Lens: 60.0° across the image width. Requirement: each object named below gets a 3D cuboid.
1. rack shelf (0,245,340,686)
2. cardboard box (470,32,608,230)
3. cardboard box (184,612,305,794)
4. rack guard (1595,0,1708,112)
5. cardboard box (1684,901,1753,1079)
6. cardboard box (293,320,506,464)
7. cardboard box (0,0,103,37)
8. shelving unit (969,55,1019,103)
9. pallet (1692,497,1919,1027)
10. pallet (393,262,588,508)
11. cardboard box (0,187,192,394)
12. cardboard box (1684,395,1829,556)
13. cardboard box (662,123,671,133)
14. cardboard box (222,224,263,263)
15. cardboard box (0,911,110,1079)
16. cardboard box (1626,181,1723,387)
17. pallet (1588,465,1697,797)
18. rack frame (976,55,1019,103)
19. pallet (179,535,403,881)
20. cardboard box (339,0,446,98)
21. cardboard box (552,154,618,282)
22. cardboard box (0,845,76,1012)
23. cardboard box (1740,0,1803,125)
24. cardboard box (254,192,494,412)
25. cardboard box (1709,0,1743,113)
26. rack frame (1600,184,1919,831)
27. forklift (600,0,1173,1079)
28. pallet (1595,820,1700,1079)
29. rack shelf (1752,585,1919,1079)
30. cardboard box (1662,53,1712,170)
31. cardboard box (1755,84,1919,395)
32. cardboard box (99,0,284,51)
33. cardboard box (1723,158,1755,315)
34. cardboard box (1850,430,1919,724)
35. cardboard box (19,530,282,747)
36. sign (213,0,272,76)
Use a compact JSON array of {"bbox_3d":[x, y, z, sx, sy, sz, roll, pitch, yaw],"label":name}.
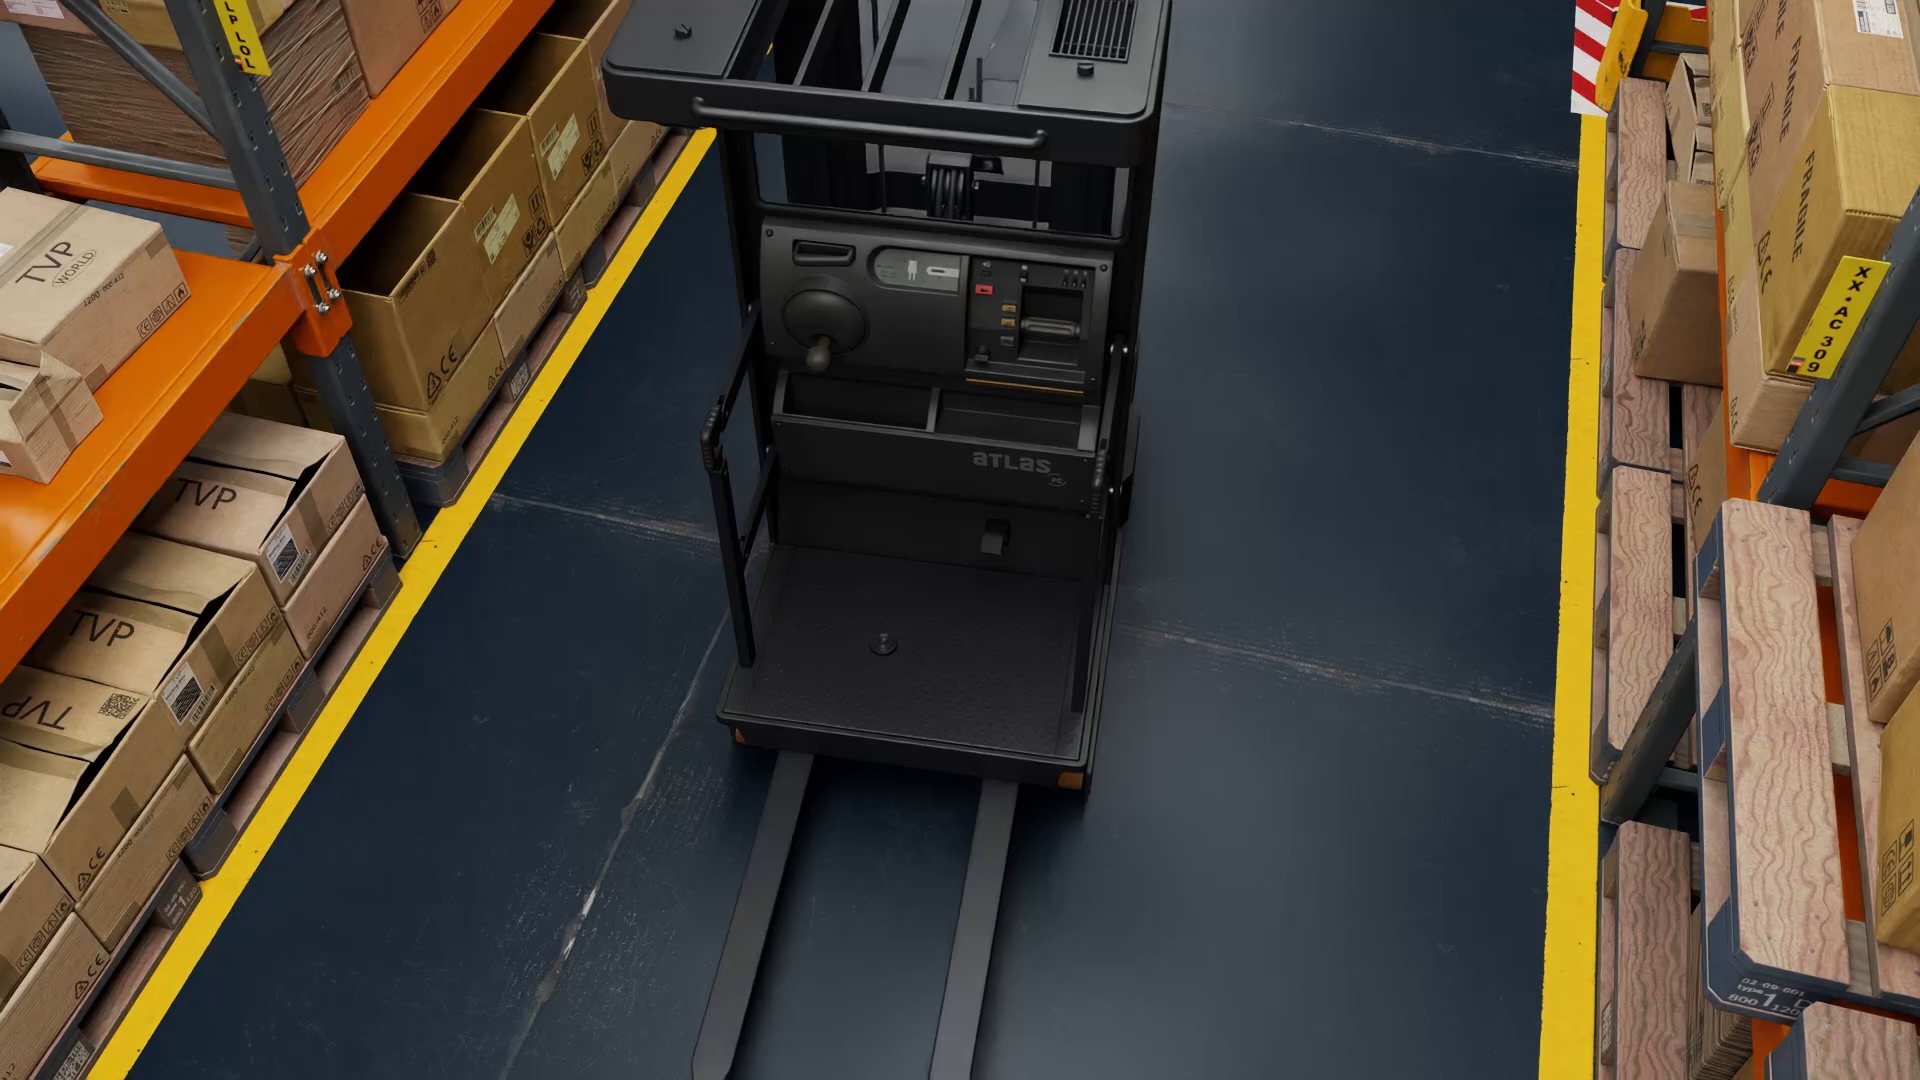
[{"bbox_3d":[-2.884,0.622,3.681,1.077,0.370,4.000,12,50,10],"label":"rack shelf"},{"bbox_3d":[-1.671,-1.537,6.160,0.500,0.500,0.500,12,50,10],"label":"cardboard box"},{"bbox_3d":[-2.322,0.430,4.923,0.500,0.250,0.500,11,49,9],"label":"cardboard box"},{"bbox_3d":[3.455,-2.099,7.269,1.175,0.500,0.348,12,50,10],"label":"rack guard"},{"bbox_3d":[2.245,1.129,4.127,0.700,0.500,0.500,13,50,11],"label":"cardboard box"},{"bbox_3d":[-1.943,-0.568,5.804,0.500,0.250,0.500,12,50,10],"label":"cardboard box"},{"bbox_3d":[-2.493,-1.550,4.618,0.380,0.149,0.250,12,50,10],"label":"cardboard box"},{"bbox_3d":[0.161,-1.141,5.954,0.258,1.200,0.189,6,48,6],"label":"shelving unit"},{"bbox_3d":[2.081,0.499,3.437,1.003,0.211,1.213,12,50,10],"label":"pallet"},{"bbox_3d":[-2.108,-0.707,6.233,1.003,0.211,1.213,12,50,10],"label":"pallet"},{"bbox_3d":[-2.445,-0.649,4.422,0.500,0.250,0.500,14,50,12],"label":"cardboard box"},{"bbox_3d":[2.657,-0.165,5.269,0.500,0.500,0.500,8,49,7],"label":"cardboard box"},{"bbox_3d":[-1.411,-2.013,7.080,0.500,0.250,0.500,12,50,10],"label":"cardboard box"},{"bbox_3d":[-2.304,-1.278,5.931,0.500,0.500,0.500,12,50,10],"label":"cardboard box"},{"bbox_3d":[-2.592,1.168,4.272,0.500,0.250,0.500,12,50,11],"label":"cardboard box"},{"bbox_3d":[2.815,-0.884,5.903,0.700,0.500,0.500,9,49,8],"label":"cardboard box"},{"bbox_3d":[2.565,0.342,5.308,1.003,0.211,1.213,12,50,10],"label":"pallet"},{"bbox_3d":[0.174,-1.208,6.016,0.240,1.200,0.006,6,48,6],"label":"rack frame"},{"bbox_3d":[-2.514,0.400,5.256,1.003,0.211,1.213,12,50,10],"label":"pallet"},{"bbox_3d":[-2.114,-1.801,5.272,0.700,0.500,0.500,11,50,10],"label":"cardboard box"},{"bbox_3d":[-1.670,-1.289,6.441,0.500,0.250,0.500,12,50,10],"label":"cardboard box"},{"bbox_3d":[-2.588,0.973,4.071,0.500,0.311,0.500,11,49,10],"label":"cardboard box"},{"bbox_3d":[2.517,-1.421,4.590,0.500,0.500,0.500,10,49,9],"label":"cardboard box"},{"bbox_3d":[-1.934,-0.814,5.521,0.500,0.500,0.500,12,50,10],"label":"cardboard box"},{"bbox_3d":[2.642,-1.537,5.193,0.500,0.250,0.500,12,50,10],"label":"cardboard box"},{"bbox_3d":[2.422,-0.088,3.827,1.000,3.000,0.127,12,50,10],"label":"rack frame"},{"bbox_3d":[-0.102,-0.508,4.244,1.130,2.935,3.031,7,49,6],"label":"forklift"},{"bbox_3d":[2.219,1.398,4.375,1.003,0.211,1.213,12,50,10],"label":"pallet"},{"bbox_3d":[1.896,1.596,2.820,1.077,0.370,4.000,12,50,10],"label":"rack shelf"},{"bbox_3d":[3.206,-1.755,6.798,0.500,0.311,0.500,7,49,6],"label":"cardboard box"},{"bbox_3d":[2.248,-0.696,3.950,0.500,0.500,0.500,11,50,10],"label":"cardboard box"},{"bbox_3d":[-2.100,-1.467,4.545,0.380,0.149,0.250,11,50,10],"label":"cardboard box"},{"bbox_3d":[2.394,-0.806,4.548,0.500,0.250,0.500,12,50,10],"label":"cardboard box"},{"bbox_3d":[2.255,0.094,3.306,0.700,0.500,0.500,12,50,10],"label":"cardboard box"},{"bbox_3d":[-2.319,0.249,4.709,0.500,0.311,0.500,13,50,11],"label":"cardboard box"},{"bbox_3d":[-1.832,-1.320,4.195,0.100,0.325,0.005,12,50,10],"label":"sign"}]
